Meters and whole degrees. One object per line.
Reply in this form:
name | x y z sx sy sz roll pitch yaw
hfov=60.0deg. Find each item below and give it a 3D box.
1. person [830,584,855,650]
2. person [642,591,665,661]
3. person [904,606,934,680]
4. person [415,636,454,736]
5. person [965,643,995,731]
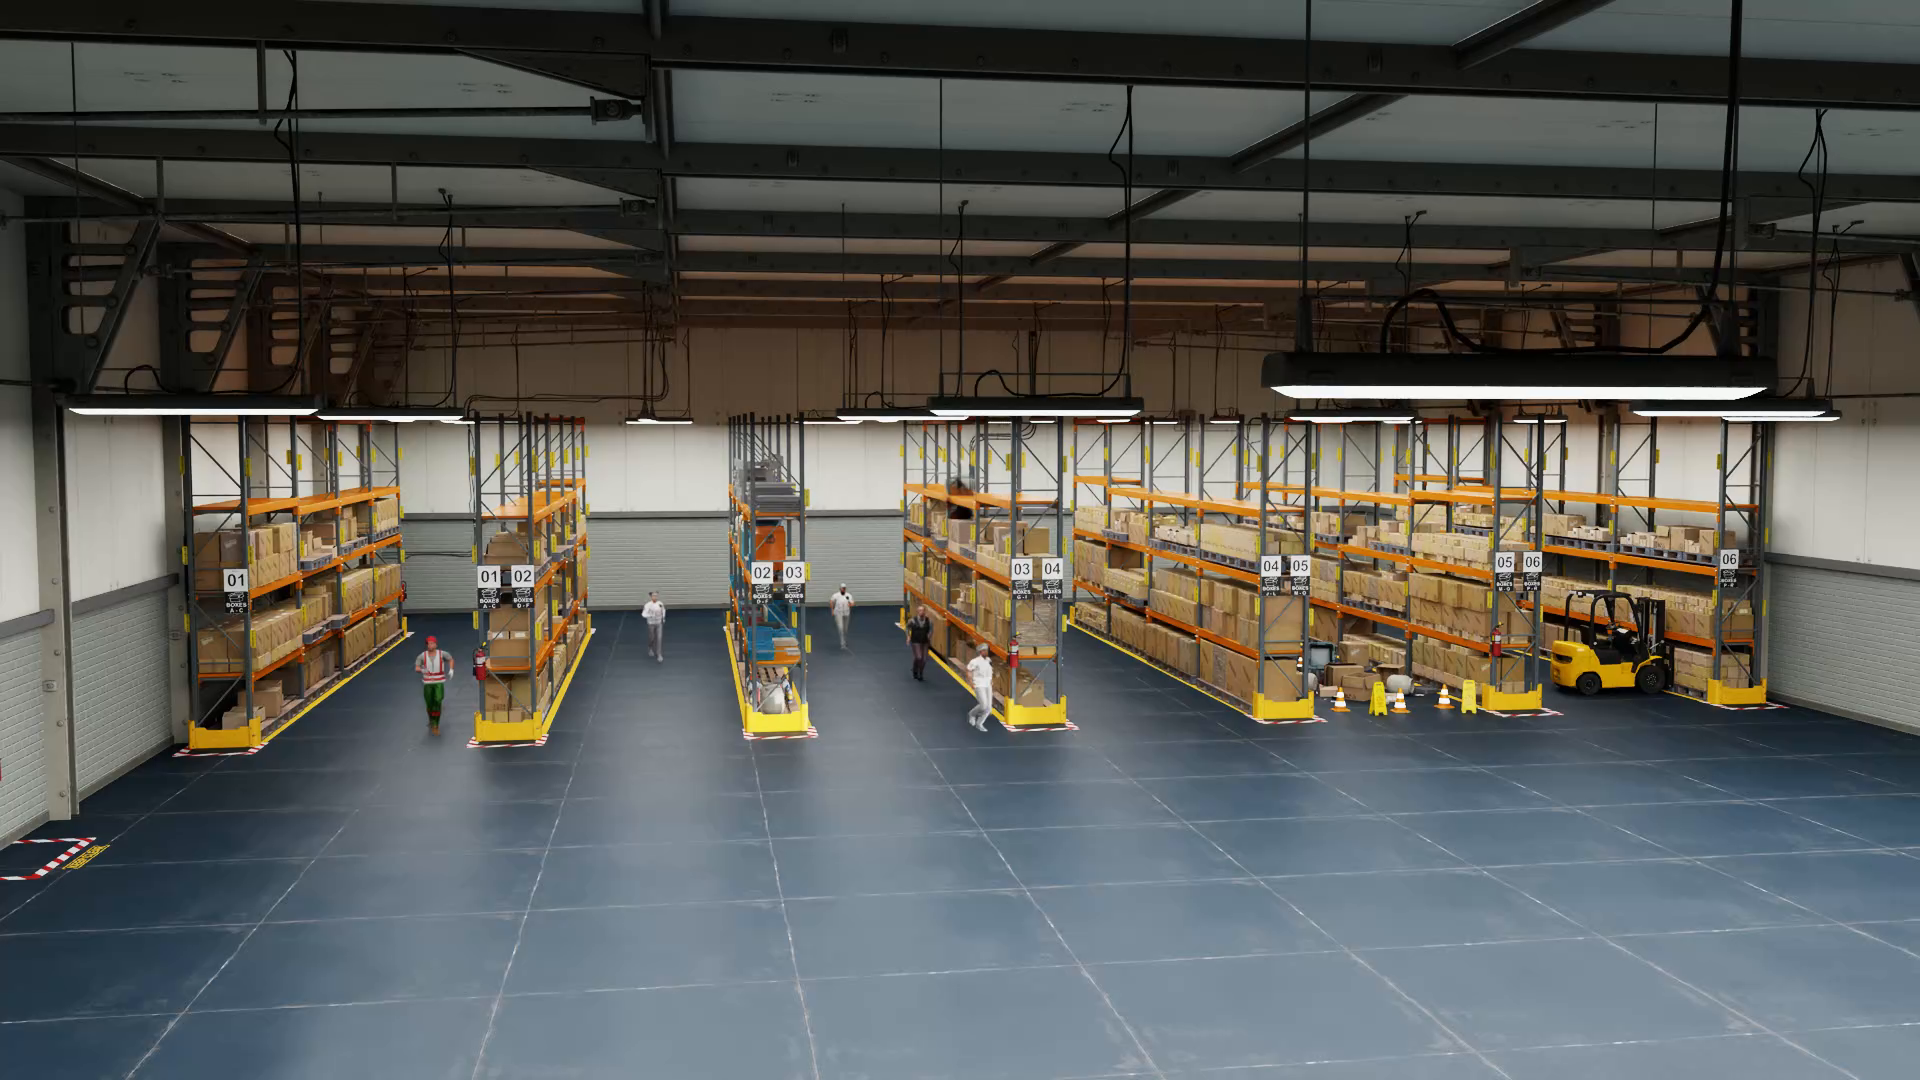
person | -3.029 1.951 42.928 0.599 1.668 0.919 -1 4 -18
person | -7.484 2.084 40.789 0.612 1.698 0.920 -2 4 -22
person | -0.886 2.323 37.392 0.630 1.677 0.733 -1 4 -16
person | -9.884 2.714 31.238 0.669 1.812 0.893 -1 4 -10
person | 0.431 2.772 31.374 0.587 1.659 0.511 -3 5 -39
